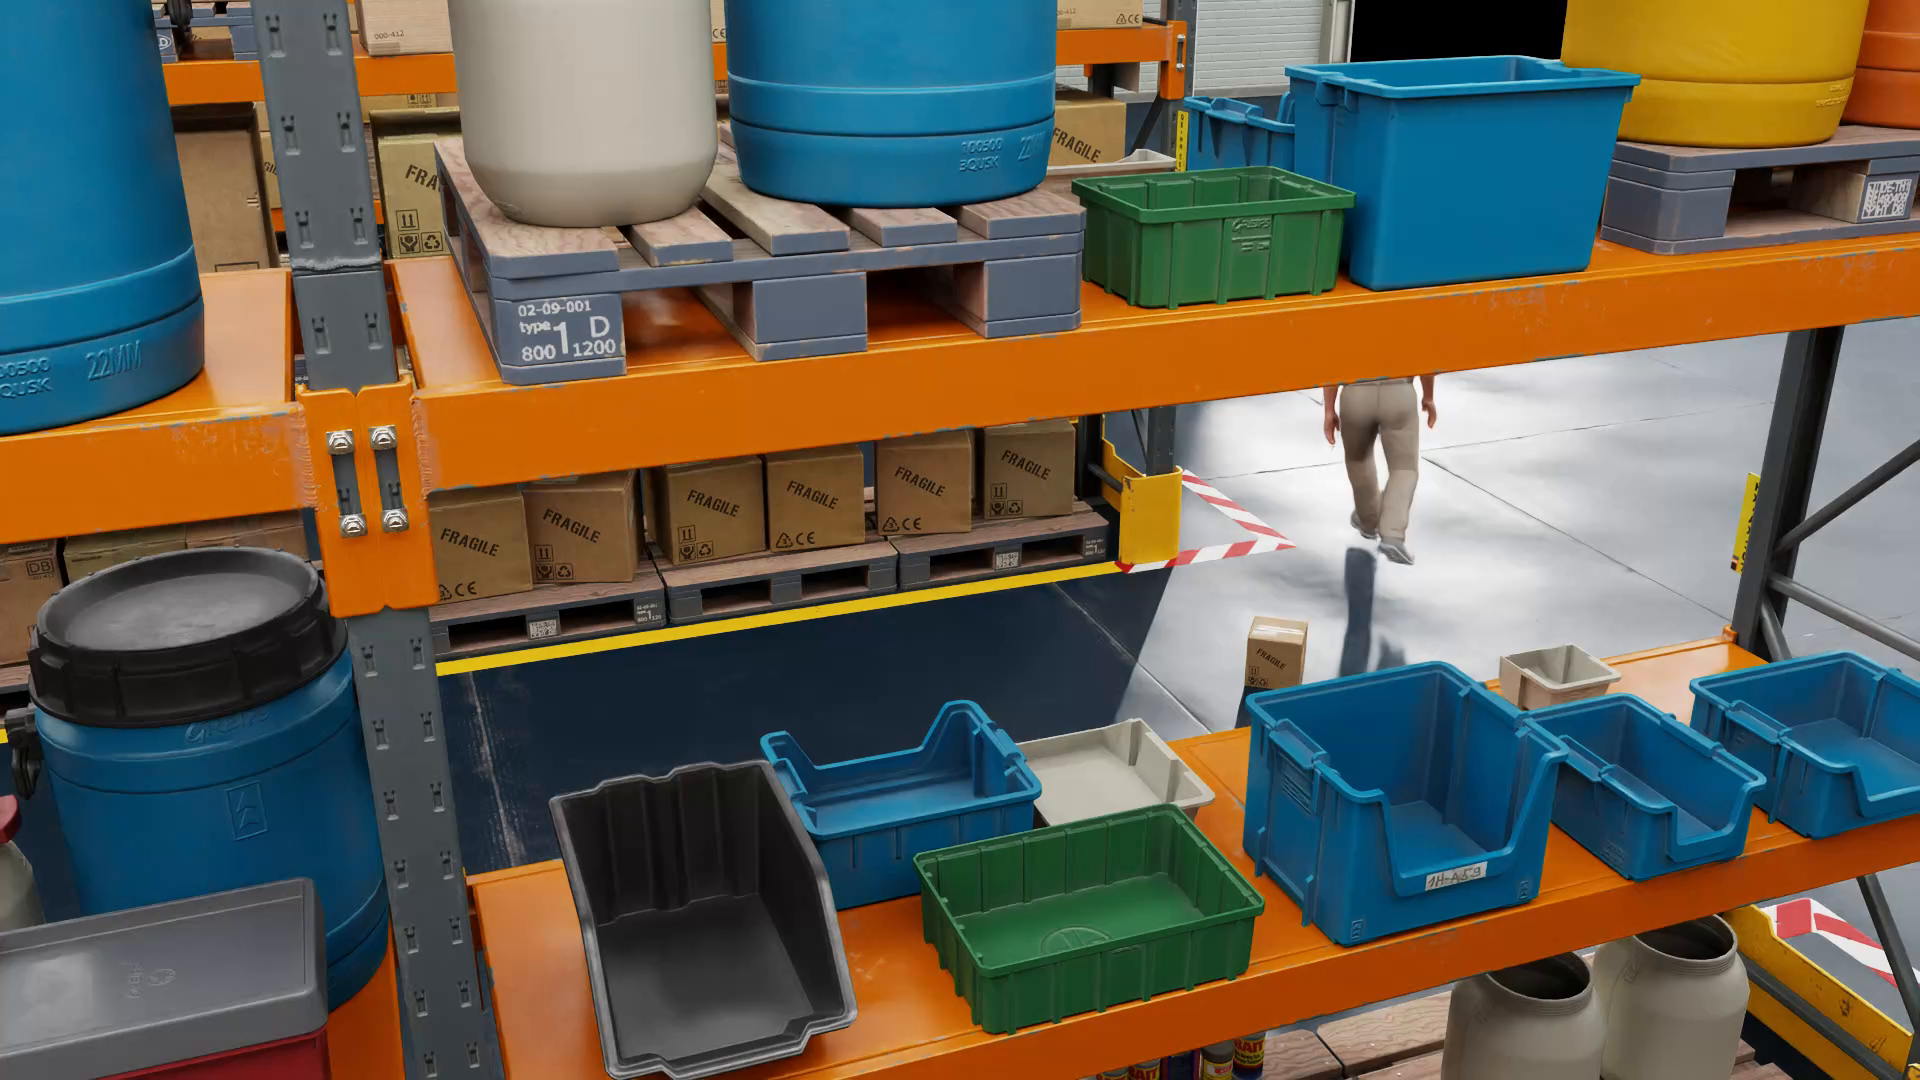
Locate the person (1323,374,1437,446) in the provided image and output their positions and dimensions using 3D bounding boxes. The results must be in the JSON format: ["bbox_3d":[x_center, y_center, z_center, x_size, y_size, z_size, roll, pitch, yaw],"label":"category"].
[{"bbox_3d":[2.241,-1.032,8.830,0.632,1.058,0.314,4,23,9],"label":"person"}]
